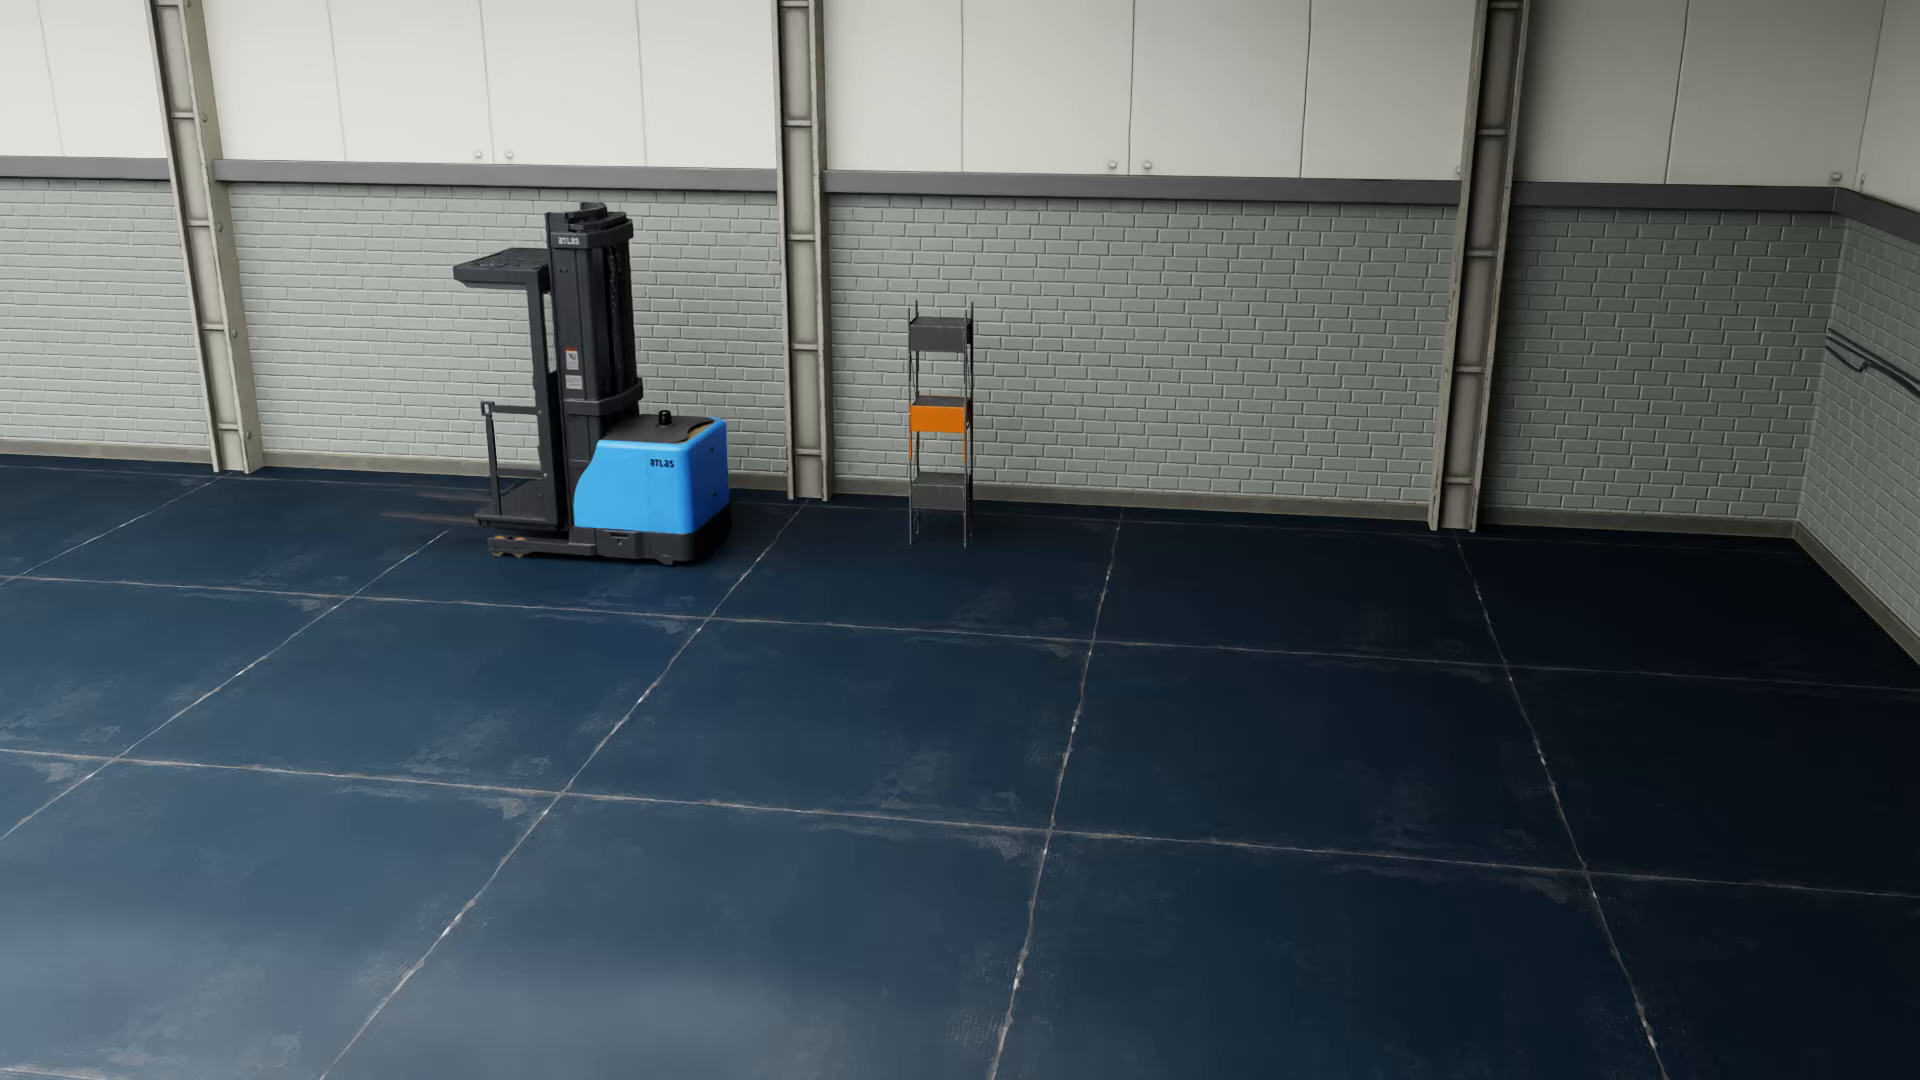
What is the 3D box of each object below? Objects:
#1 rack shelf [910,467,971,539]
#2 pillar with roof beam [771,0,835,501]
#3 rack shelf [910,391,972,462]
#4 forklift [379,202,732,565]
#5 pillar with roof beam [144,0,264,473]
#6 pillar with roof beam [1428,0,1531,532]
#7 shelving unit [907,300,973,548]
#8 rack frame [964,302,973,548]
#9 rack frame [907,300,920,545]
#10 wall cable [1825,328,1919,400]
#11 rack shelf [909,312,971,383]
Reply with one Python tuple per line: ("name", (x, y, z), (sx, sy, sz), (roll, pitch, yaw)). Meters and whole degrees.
("rack shelf", (-0.163, -0.327, 14.721), (0.480, 0.518, 0.431), (3, 19, 9))
("pillar with roof beam", (-2.118, -3.349, 10.630), (0.400, 9.000, 9.100), (3, 19, 9))
("rack shelf", (-0.163, -0.991, 14.499), (0.480, 0.518, 0.431), (3, 19, 9))
("forklift", (-3.614, -1.402, 14.374), (3.031, 2.935, 1.130), (4, 19, 12))
("pillar with roof beam", (-8.042, -3.651, 11.533), (0.400, 9.000, 9.100), (3, 19, 9))
("pillar with roof beam", (3.806, -3.047, 9.728), (0.400, 9.000, 9.100), (3, 19, 9))
("shelving unit", (-0.163, -1.004, 14.495), (0.503, 2.100, 0.431), (3, 19, 9))
("rack frame", (0.077, -0.992, 14.458), (0.015, 2.100, 0.400), (3, 19, 9))
("rack frame", (-0.404, -1.016, 14.532), (0.015, 2.100, 0.400), (3, 19, 9))
("wall cable", (7.188, -2.361, 12.570), (0.112, 2.526, 3.097), (3, 19, 9))
("rack shelf", (-0.163, -1.655, 14.277), (0.480, 0.518, 0.431), (3, 19, 9))
